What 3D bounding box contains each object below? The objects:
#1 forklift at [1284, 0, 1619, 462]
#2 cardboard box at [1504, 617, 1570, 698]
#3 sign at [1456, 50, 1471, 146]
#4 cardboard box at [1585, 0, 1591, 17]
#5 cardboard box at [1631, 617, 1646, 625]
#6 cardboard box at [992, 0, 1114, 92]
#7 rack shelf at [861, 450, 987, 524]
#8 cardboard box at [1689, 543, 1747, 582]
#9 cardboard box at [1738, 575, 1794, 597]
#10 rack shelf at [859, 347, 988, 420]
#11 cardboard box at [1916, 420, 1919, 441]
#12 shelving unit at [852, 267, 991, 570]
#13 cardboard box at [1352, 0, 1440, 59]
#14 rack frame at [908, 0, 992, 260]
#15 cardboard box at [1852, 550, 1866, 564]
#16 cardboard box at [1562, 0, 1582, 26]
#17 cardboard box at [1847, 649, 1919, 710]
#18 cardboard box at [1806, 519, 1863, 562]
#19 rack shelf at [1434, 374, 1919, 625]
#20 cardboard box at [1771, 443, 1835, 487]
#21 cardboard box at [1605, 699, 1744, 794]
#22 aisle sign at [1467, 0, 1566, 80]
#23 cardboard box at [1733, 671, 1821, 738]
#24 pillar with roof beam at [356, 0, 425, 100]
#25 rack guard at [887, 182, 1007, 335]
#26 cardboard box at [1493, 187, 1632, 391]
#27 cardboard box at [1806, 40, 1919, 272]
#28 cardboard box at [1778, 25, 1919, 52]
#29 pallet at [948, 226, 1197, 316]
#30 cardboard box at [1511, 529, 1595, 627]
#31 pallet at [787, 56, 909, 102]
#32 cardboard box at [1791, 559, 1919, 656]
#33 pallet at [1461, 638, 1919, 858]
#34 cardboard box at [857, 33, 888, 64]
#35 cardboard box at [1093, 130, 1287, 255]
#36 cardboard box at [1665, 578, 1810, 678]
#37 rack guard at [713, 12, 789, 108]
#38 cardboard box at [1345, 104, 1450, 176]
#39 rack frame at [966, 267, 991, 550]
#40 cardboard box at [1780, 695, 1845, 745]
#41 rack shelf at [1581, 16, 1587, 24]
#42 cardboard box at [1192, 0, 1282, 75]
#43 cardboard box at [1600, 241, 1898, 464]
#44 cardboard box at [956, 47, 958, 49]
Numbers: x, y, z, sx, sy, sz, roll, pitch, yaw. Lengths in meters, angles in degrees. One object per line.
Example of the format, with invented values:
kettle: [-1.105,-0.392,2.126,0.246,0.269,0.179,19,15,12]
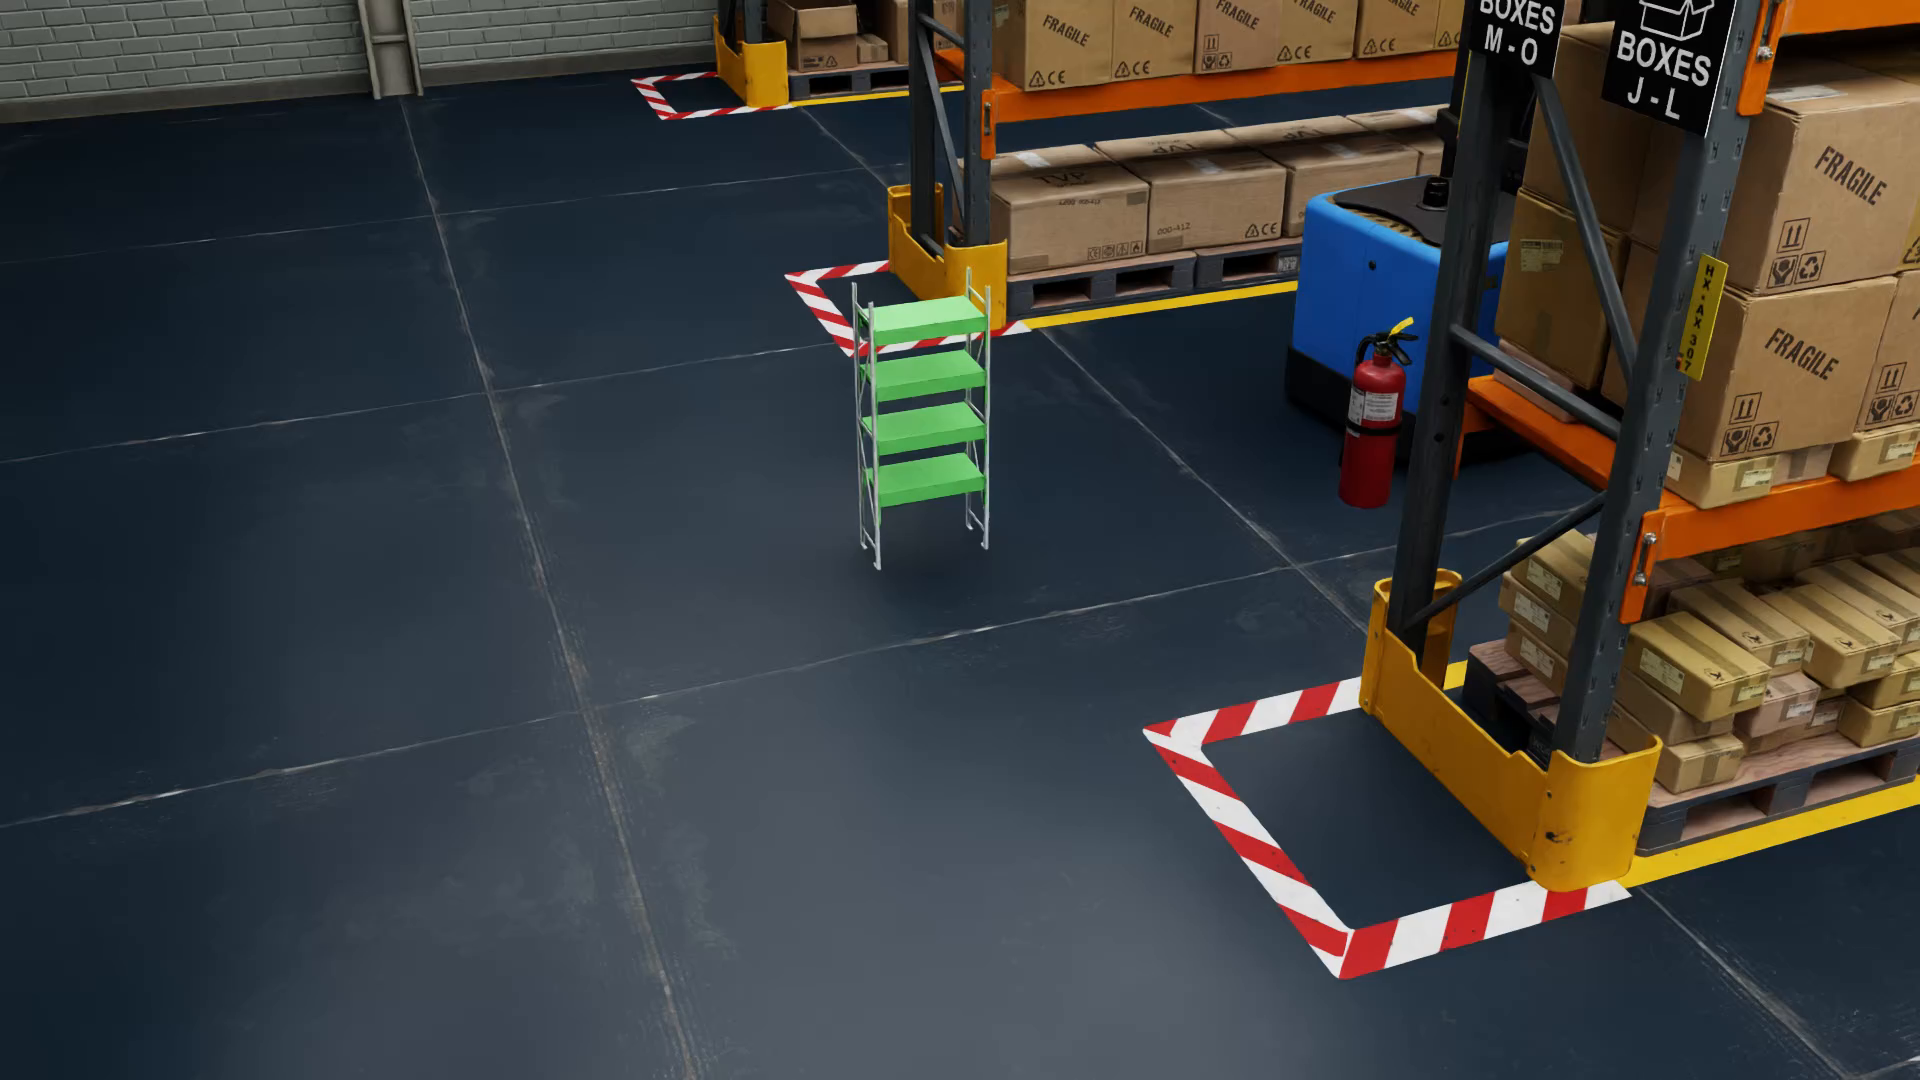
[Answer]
forklift: [3.191,-2.131,8.029,3.031,2.935,1.130,-15,33,-24]
cardboard box: [2.177,0.408,5.960,0.250,0.149,0.380,-10,31,-17]
sign: [1.582,-1.362,5.122,0.005,0.325,0.100,-10,31,-18]
cardboard box: [4.189,-3.319,10.196,0.500,0.250,0.500,-11,32,-19]
cardboard box: [2.416,0.223,5.984,0.250,0.149,0.380,-11,32,-19]
cardboard box: [0.486,-2.733,8.916,0.500,0.500,0.500,-11,31,-18]
rack shelf: [-0.155,-0.229,7.053,0.480,0.148,0.258,-10,31,-18]
cardboard box: [2.619,0.008,6.061,0.250,0.149,0.380,-11,32,-19]
cardboard box: [2.926,0.154,6.105,0.250,0.149,0.380,-11,31,-18]
rack shelf: [-0.155,-0.646,6.816,0.480,0.148,0.258,-10,31,-18]
cardboard box: [2.865,-0.448,5.261,0.250,0.149,0.380,-9,31,-15]
shelving unit: [-0.155,-0.493,6.903,0.503,1.200,0.258,-10,31,-18]
cardboard box: [2.393,-3.090,9.543,0.500,0.500,0.500,-11,31,-18]
rack frame: [-0.064,-2.740,9.029,0.127,3.000,1.000,-10,31,-18]
cardboard box: [3.366,0.021,6.338,0.250,0.149,0.380,-9,31,-15]
cardboard box: [3.339,-3.275,9.867,0.500,0.500,0.500,-10,31,-17]
cardboard box: [3.091,0.397,5.679,0.250,0.149,0.380,-9,31,-16]
cardboard box: [3.116,-0.080,6.215,0.250,0.149,0.380,-9,31,-16]
rack shelf: [3.631,-0.493,5.812,4.000,0.370,1.077,-10,31,-18]
cardboard box: [2.399,-0.319,5.033,0.250,0.149,0.380,-9,31,-16]
cardboard box: [2.359,0.654,5.528,0.250,0.149,0.380,-10,31,-17]
aisle sign: [1.584,-1.717,4.607,0.004,0.787,0.394,-10,31,-18]
cardboard box: [2.614,0.474,5.543,0.250,0.149,0.380,-11,31,-18]
pillar with roof beam: [-3.139,-5.604,7.996,0.400,9.000,9.100,-10,31,-18]
rack guard: [-0.087,-1.650,9.640,0.348,0.500,1.175,-10,31,-18]
cardboard box: [2.088,-0.830,5.276,0.500,0.500,0.500,-10,31,-17]
cardboard box: [2.741,-1.112,4.760,0.500,0.500,0.500,-10,31,-16]
cardboard box: [2.574,-1.350,5.177,0.500,0.500,0.500,-12,32,-19]
pallet: [0.658,-1.702,10.025,1.213,0.211,1.003,-10,31,-18]
cardboard box: [2.165,0.128,5.850,0.250,0.149,0.380,-10,31,-17]
pallet: [-0.980,-3.982,14.026,1.213,0.211,1.003,-10,31,-18]
cardboard box: [3.067,0.236,5.661,0.250,0.149,0.380,-12,32,-20]
pallet: [2.602,0.614,5.959,1.213,0.211,1.003,-10,31,-18]
cardboard box: [-0.780,-4.103,13.877,0.250,0.149,0.380,-12,32,-20]
cardboard box: [1.375,-2.131,10.125,0.875,0.438,0.875,-10,31,-16]
cardboard box: [2.583,0.301,5.546,0.250,0.149,0.380,-10,31,-17]
rack guard: [-1.727,-3.969,13.712,0.348,0.500,1.175,-10,31,-18]
cardboard box: [3.059,-2.441,10.668,0.875,0.438,0.875,-11,31,-18]
rack frame: [0.074,-0.535,6.977,0.015,1.200,0.240,-10,31,-18]
cardboard box: [2.807,0.524,5.755,0.250,0.149,0.380,-10,31,-17]
rack shelf: [5.559,-3.463,11.025,4.000,0.370,1.077,-10,31,-18]
cardboard box: [1.433,-2.913,9.231,0.500,0.500,0.500,-11,31,-18]
cardboard box: [2.274,-0.583,4.841,0.500,0.500,0.500,-9,31,-15]
cardboard box: [0.153,-4.374,13.999,0.500,0.500,0.500,-10,31,-17]
